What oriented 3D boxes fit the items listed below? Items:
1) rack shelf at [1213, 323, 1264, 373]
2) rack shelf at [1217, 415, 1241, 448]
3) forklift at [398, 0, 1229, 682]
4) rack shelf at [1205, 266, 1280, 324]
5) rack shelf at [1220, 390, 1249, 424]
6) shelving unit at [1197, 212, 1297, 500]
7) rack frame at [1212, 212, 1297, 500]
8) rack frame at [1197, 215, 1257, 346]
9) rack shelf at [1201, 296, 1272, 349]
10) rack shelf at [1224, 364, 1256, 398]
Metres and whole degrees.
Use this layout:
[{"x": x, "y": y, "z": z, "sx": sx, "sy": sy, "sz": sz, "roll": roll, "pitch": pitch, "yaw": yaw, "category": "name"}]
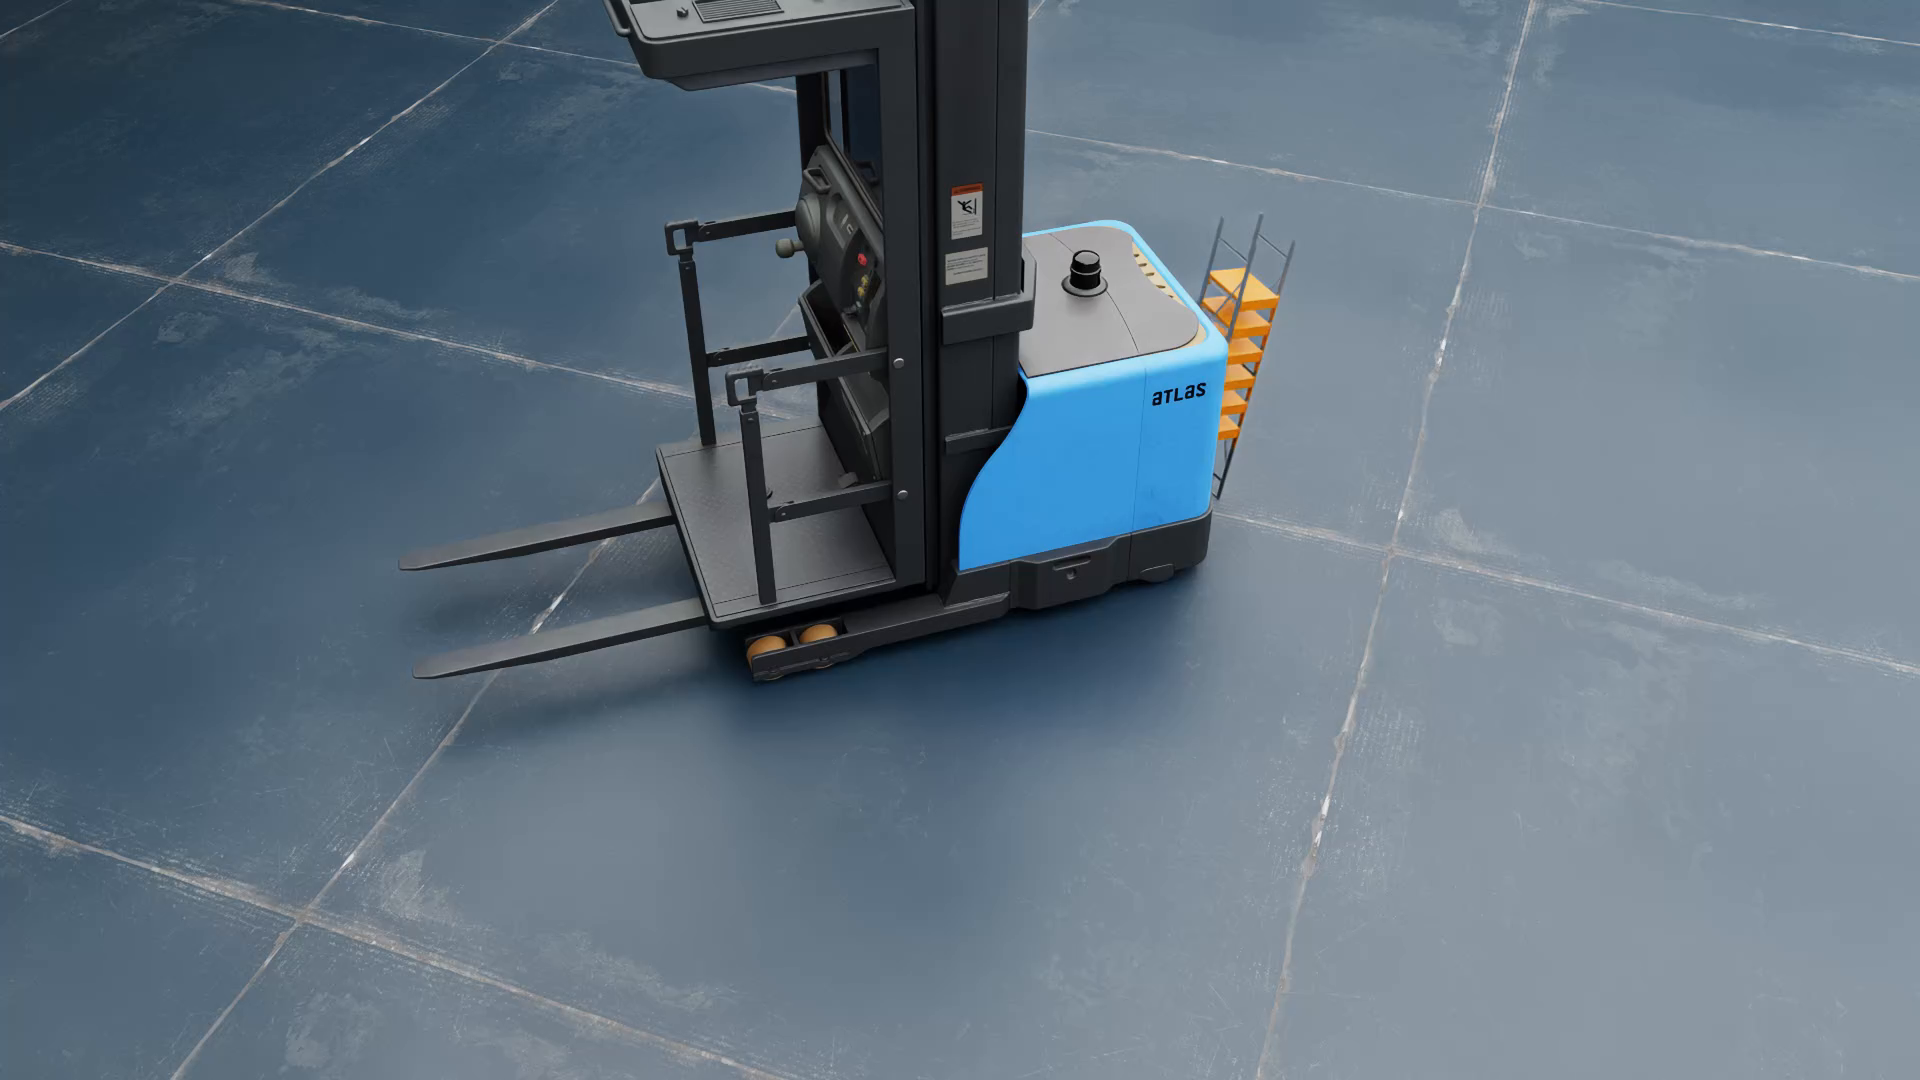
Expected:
[{"x": 1.050, "y": -0.761, "z": 6.590, "sx": 0.180, "sy": 0.103, "sz": 0.258, "roll": -10, "pitch": 41, "yaw": -26, "category": "rack shelf"}, {"x": 0.996, "y": -0.474, "z": 6.801, "sx": 0.180, "sy": 0.103, "sz": 0.258, "roll": -10, "pitch": 41, "yaw": -26, "category": "rack shelf"}, {"x": -0.595, "y": -0.983, "z": 5.644, "sx": 3.031, "sy": 2.935, "sz": 1.130, "roll": -12, "pitch": 42, "yaw": -14, "category": "forklift"}, {"x": 1.086, "y": -0.952, "z": 6.449, "sx": 0.180, "sy": 0.103, "sz": 0.258, "roll": -10, "pitch": 41, "yaw": -26, "category": "rack shelf"}, {"x": 1.014, "y": -0.569, "z": 6.731, "sx": 0.180, "sy": 0.103, "sz": 0.258, "roll": -10, "pitch": 41, "yaw": -26, "category": "rack shelf"}, {"x": 1.039, "y": -0.700, "z": 6.634, "sx": 0.189, "sy": 1.200, "sz": 0.258, "roll": -10, "pitch": 41, "yaw": -26, "category": "shelving unit"}, {"x": 1.120, "y": -0.714, "z": 6.674, "sx": 0.006, "sy": 1.200, "sz": 0.240, "roll": -10, "pitch": 41, "yaw": -26, "category": "rack frame"}, {"x": 0.958, "y": -0.686, "z": 6.594, "sx": 0.006, "sy": 1.200, "sz": 0.240, "roll": -10, "pitch": 41, "yaw": -26, "category": "rack frame"}, {"x": 1.068, "y": -0.856, "z": 6.520, "sx": 0.180, "sy": 0.103, "sz": 0.258, "roll": -10, "pitch": 41, "yaw": -26, "category": "rack shelf"}, {"x": 1.032, "y": -0.665, "z": 6.660, "sx": 0.180, "sy": 0.103, "sz": 0.258, "roll": -10, "pitch": 41, "yaw": -26, "category": "rack shelf"}]
